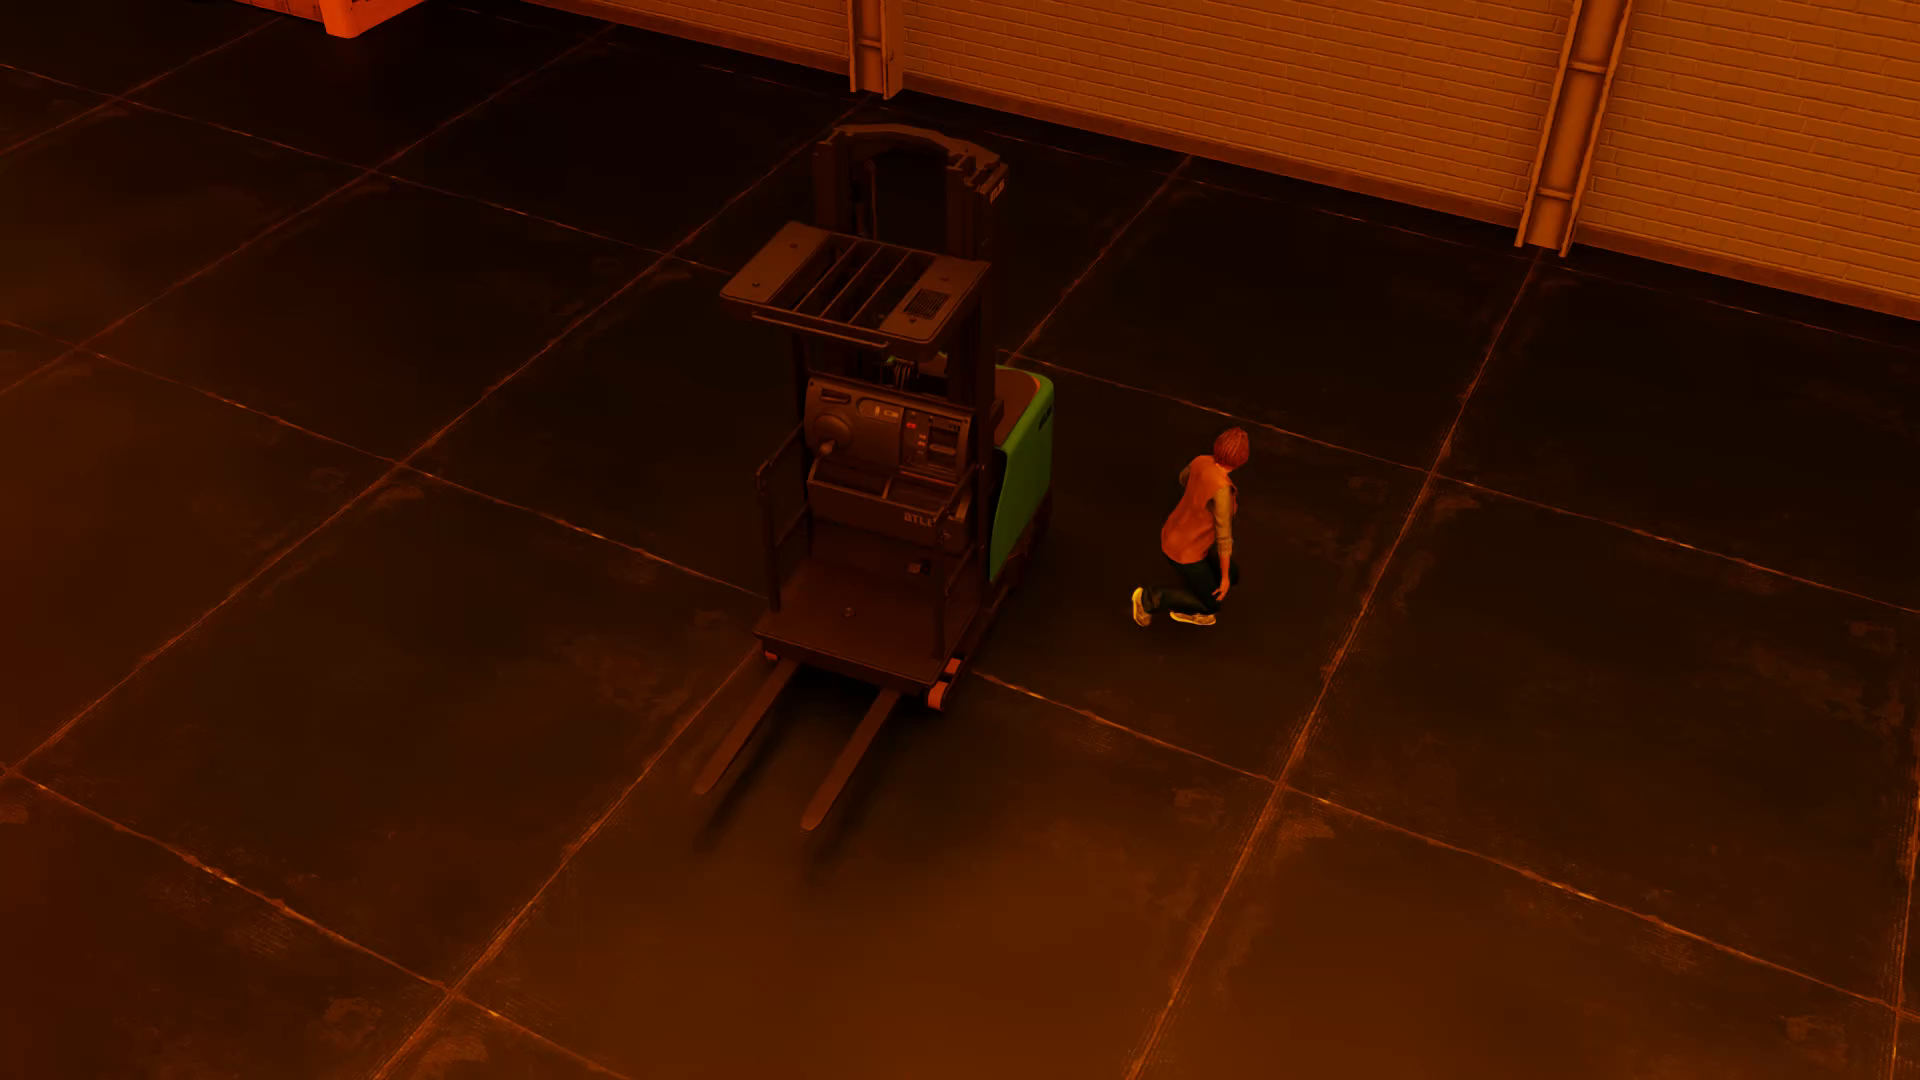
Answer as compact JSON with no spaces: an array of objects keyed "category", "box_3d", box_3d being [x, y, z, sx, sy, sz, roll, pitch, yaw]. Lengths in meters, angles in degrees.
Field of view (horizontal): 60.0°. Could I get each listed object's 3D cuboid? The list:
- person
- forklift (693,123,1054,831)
[{"category":"person","box_3d":[1.280,-0.010,9.217,0.587,1.394,0.692,5,40,6]},{"category":"forklift","box_3d":[-0.465,-0.497,8.576,1.130,2.935,3.031,15,42,17]}]
